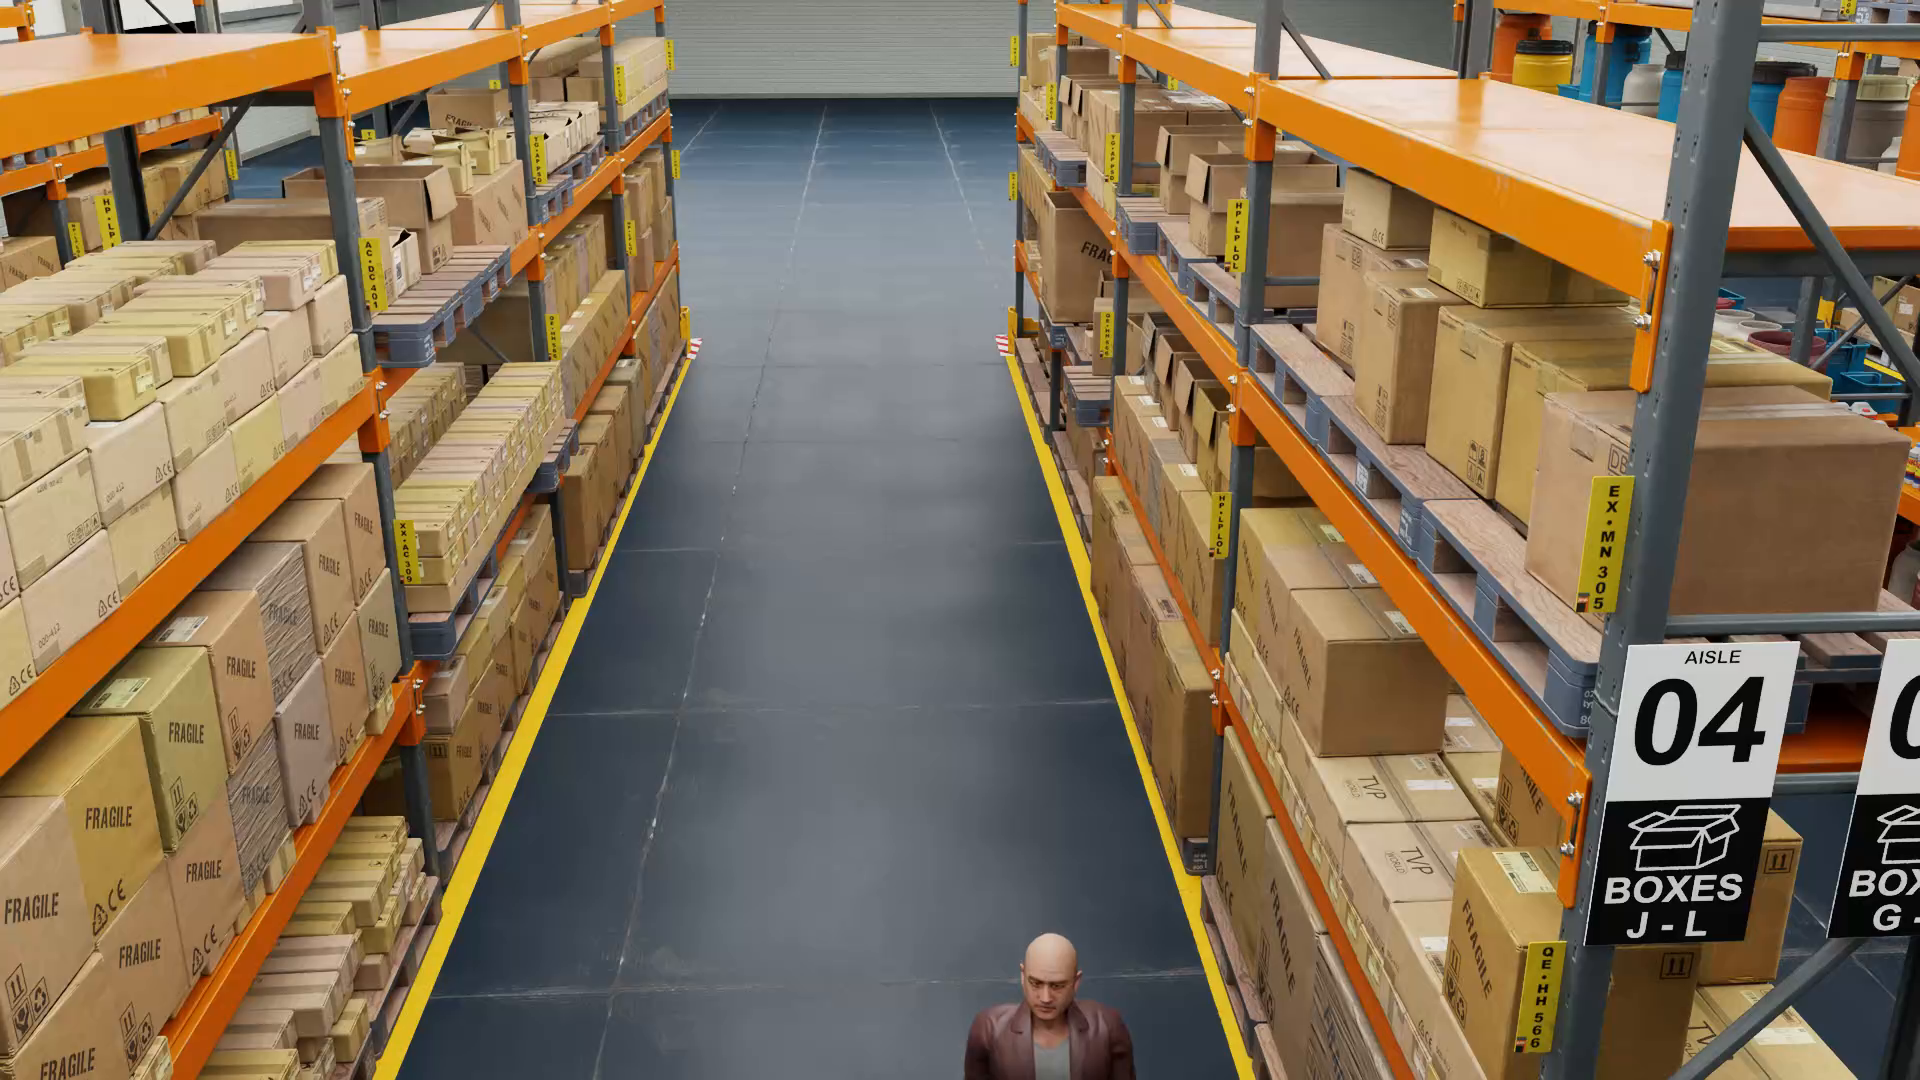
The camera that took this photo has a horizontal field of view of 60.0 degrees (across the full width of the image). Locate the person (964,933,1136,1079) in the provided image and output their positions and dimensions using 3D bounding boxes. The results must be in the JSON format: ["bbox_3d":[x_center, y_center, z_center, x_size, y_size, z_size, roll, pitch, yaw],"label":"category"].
[{"bbox_3d":[0.300,2.075,5.417,0.573,1.738,1.065,-2,20,-5],"label":"person"}]
